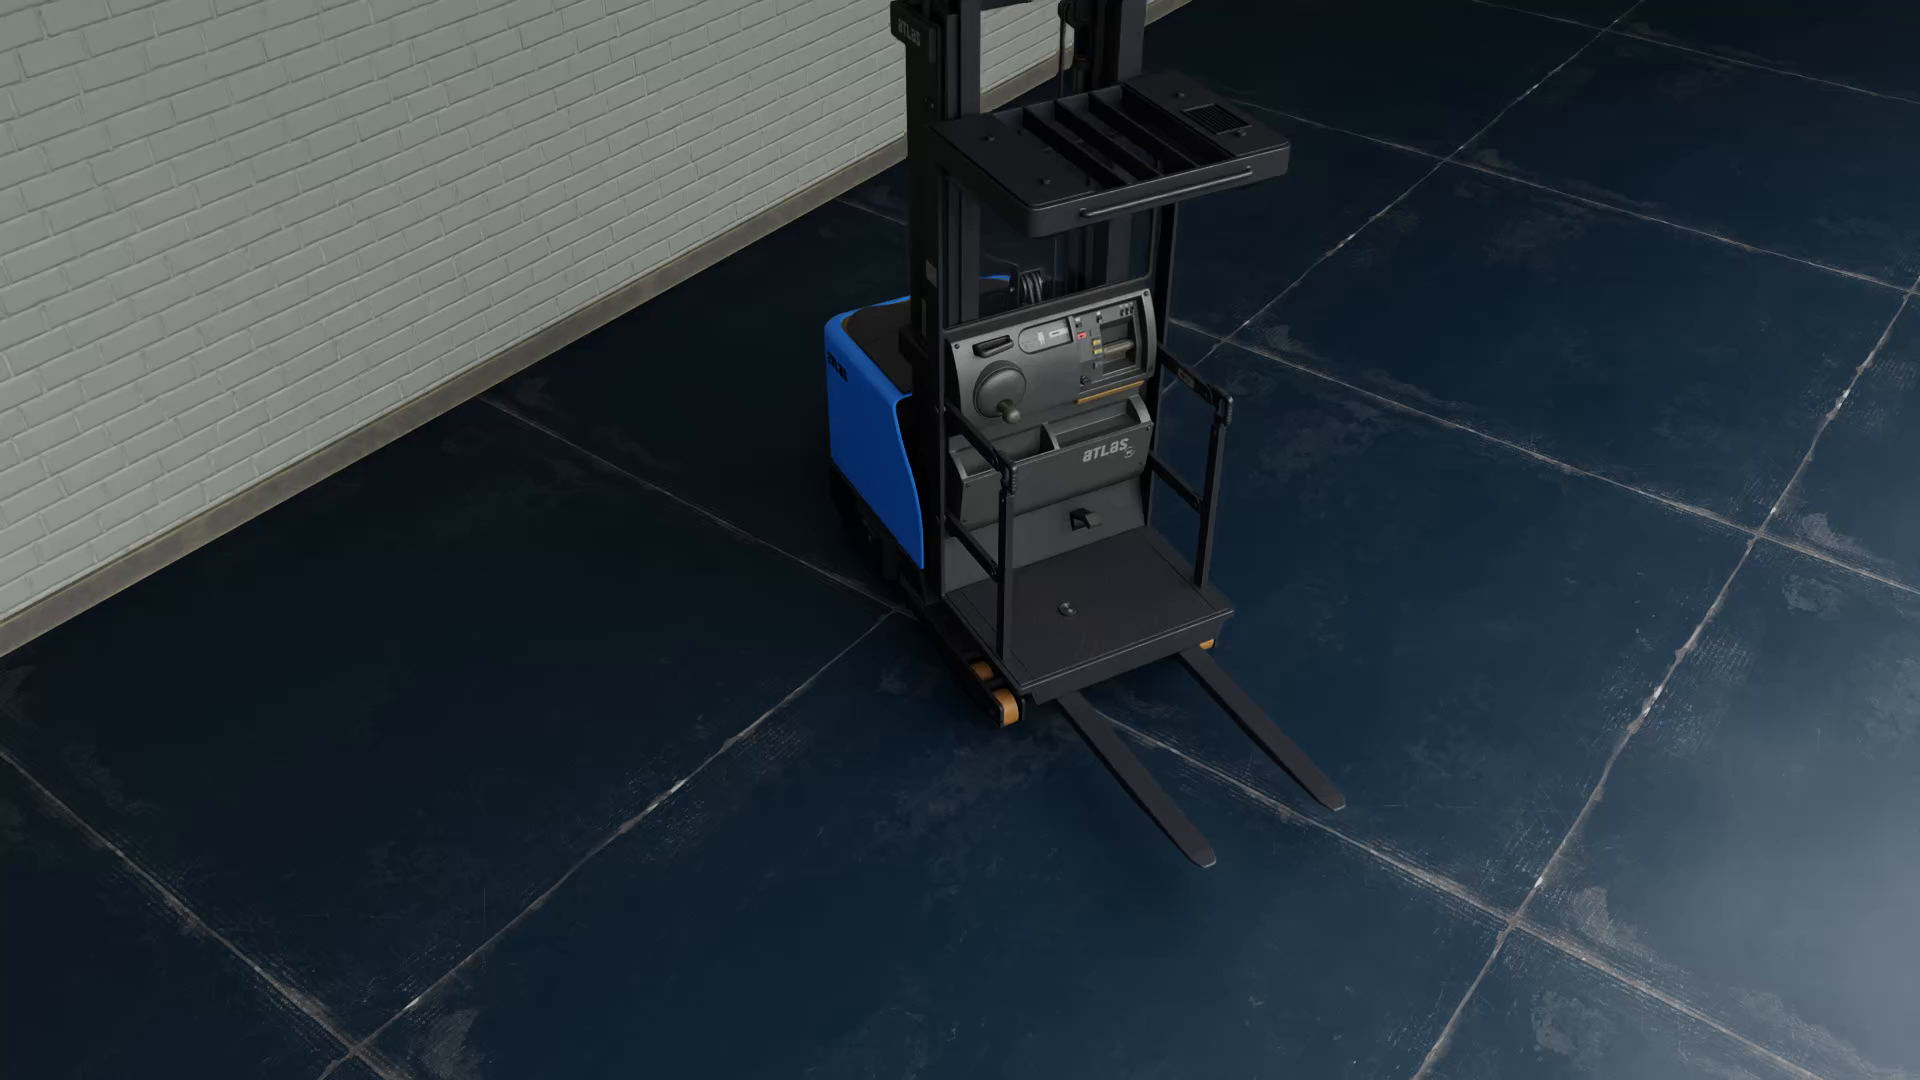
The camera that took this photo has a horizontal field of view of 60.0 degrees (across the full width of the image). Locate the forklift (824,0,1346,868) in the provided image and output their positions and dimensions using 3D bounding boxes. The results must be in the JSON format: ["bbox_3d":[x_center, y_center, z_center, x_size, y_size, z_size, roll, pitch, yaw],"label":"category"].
[{"bbox_3d":[0.490,-0.677,6.598,1.130,2.935,3.031,-18,42,-22],"label":"forklift"}]
